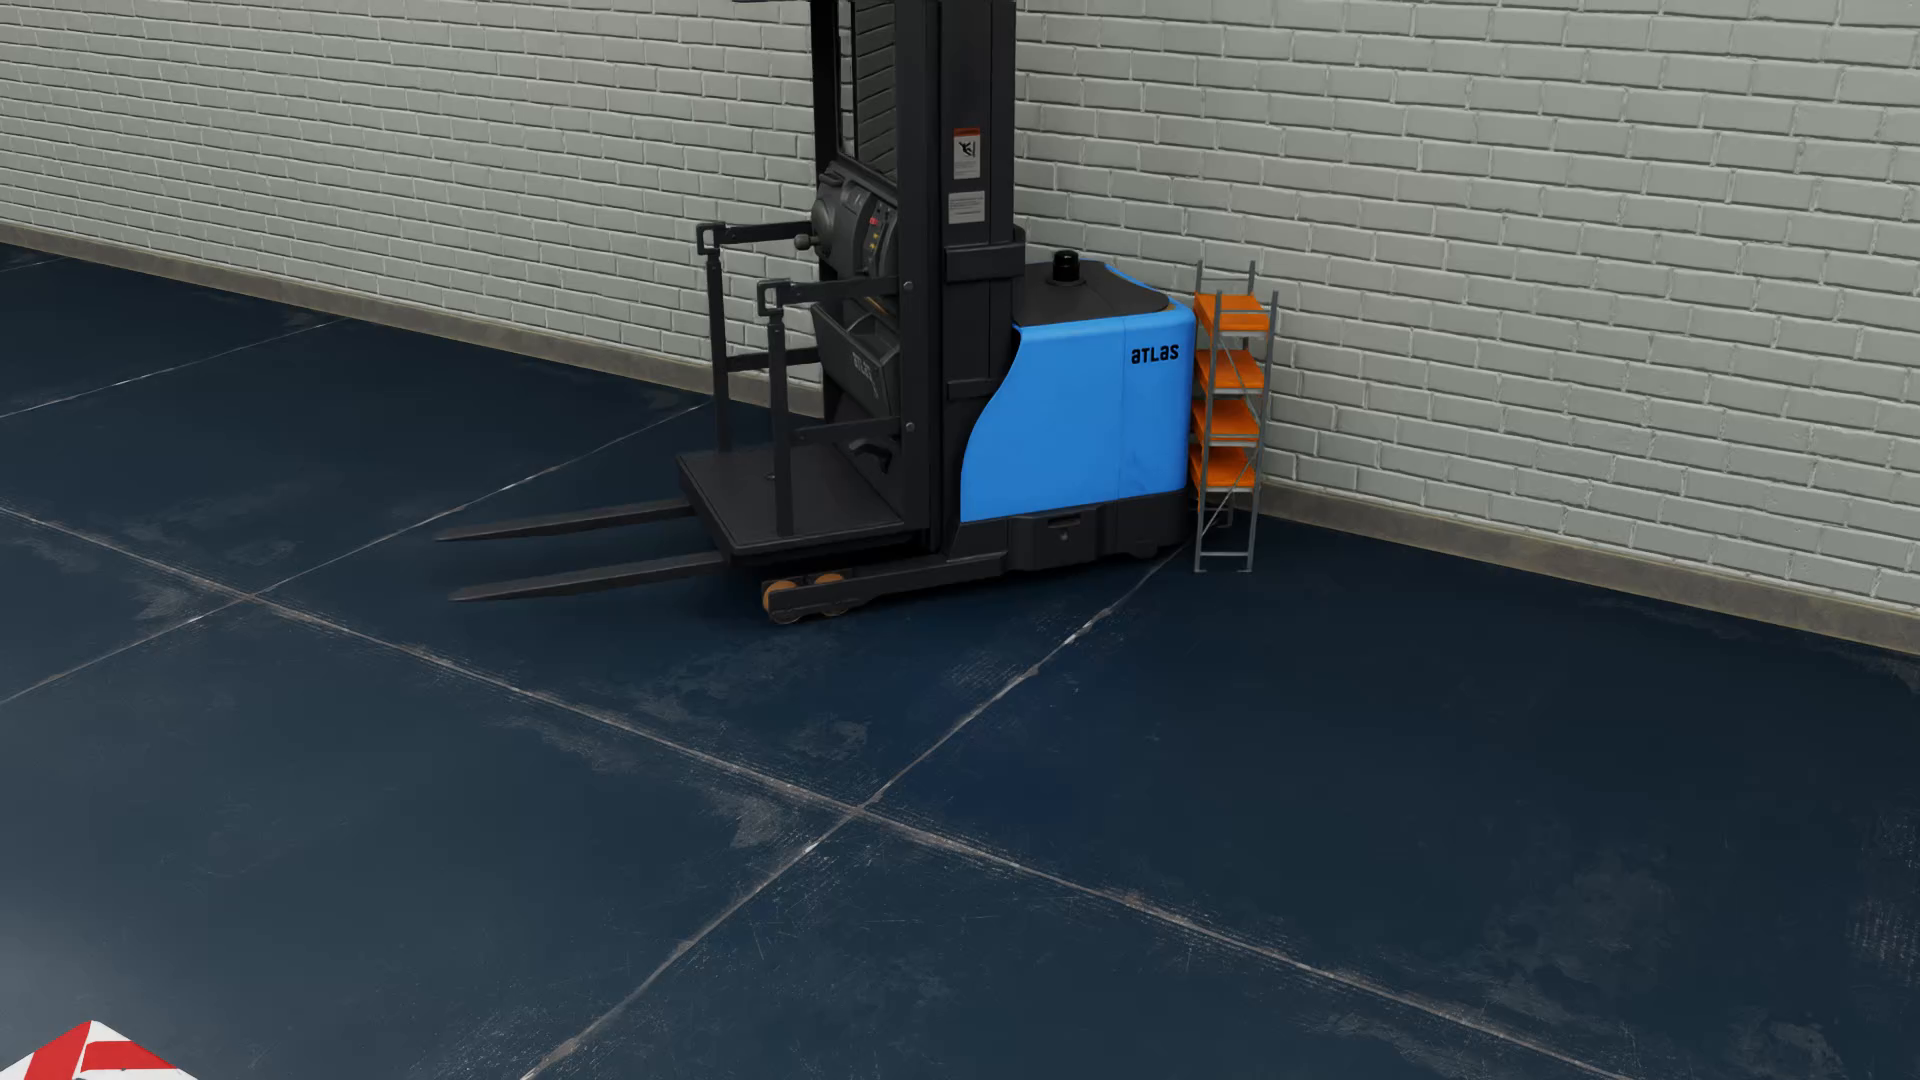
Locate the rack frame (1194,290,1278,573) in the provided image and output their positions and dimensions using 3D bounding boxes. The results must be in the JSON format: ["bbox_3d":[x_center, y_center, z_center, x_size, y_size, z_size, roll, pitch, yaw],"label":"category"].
[{"bbox_3d":[1.106,-0.417,6.698,0.240,1.200,0.015,1,23,-1],"label":"rack frame"}]

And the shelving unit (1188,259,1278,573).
[{"bbox_3d":[1.101,-0.514,6.922,0.258,1.200,0.503,1,23,-1],"label":"shelving unit"}]

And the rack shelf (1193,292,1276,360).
[{"bbox_3d":[1.108,-0.875,6.766,0.258,0.148,0.480,1,23,-1],"label":"rack shelf"}]

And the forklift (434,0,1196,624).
[{"bbox_3d":[-0.600,-1.254,6.458,3.031,2.935,1.130,-9,25,-19],"label":"forklift"}]

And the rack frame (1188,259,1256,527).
[{"bbox_3d":[1.097,-0.611,7.146,0.240,1.200,0.015,1,23,-1],"label":"rack frame"}]

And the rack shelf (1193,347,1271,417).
[{"bbox_3d":[1.104,-0.658,6.860,0.258,0.148,0.480,1,23,-1],"label":"rack shelf"}]

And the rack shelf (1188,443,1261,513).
[{"bbox_3d":[1.097,-0.270,7.027,0.258,0.148,0.480,1,23,-1],"label":"rack shelf"}]

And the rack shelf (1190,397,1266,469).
[{"bbox_3d":[1.100,-0.453,6.948,0.258,0.148,0.480,1,23,-1],"label":"rack shelf"}]
